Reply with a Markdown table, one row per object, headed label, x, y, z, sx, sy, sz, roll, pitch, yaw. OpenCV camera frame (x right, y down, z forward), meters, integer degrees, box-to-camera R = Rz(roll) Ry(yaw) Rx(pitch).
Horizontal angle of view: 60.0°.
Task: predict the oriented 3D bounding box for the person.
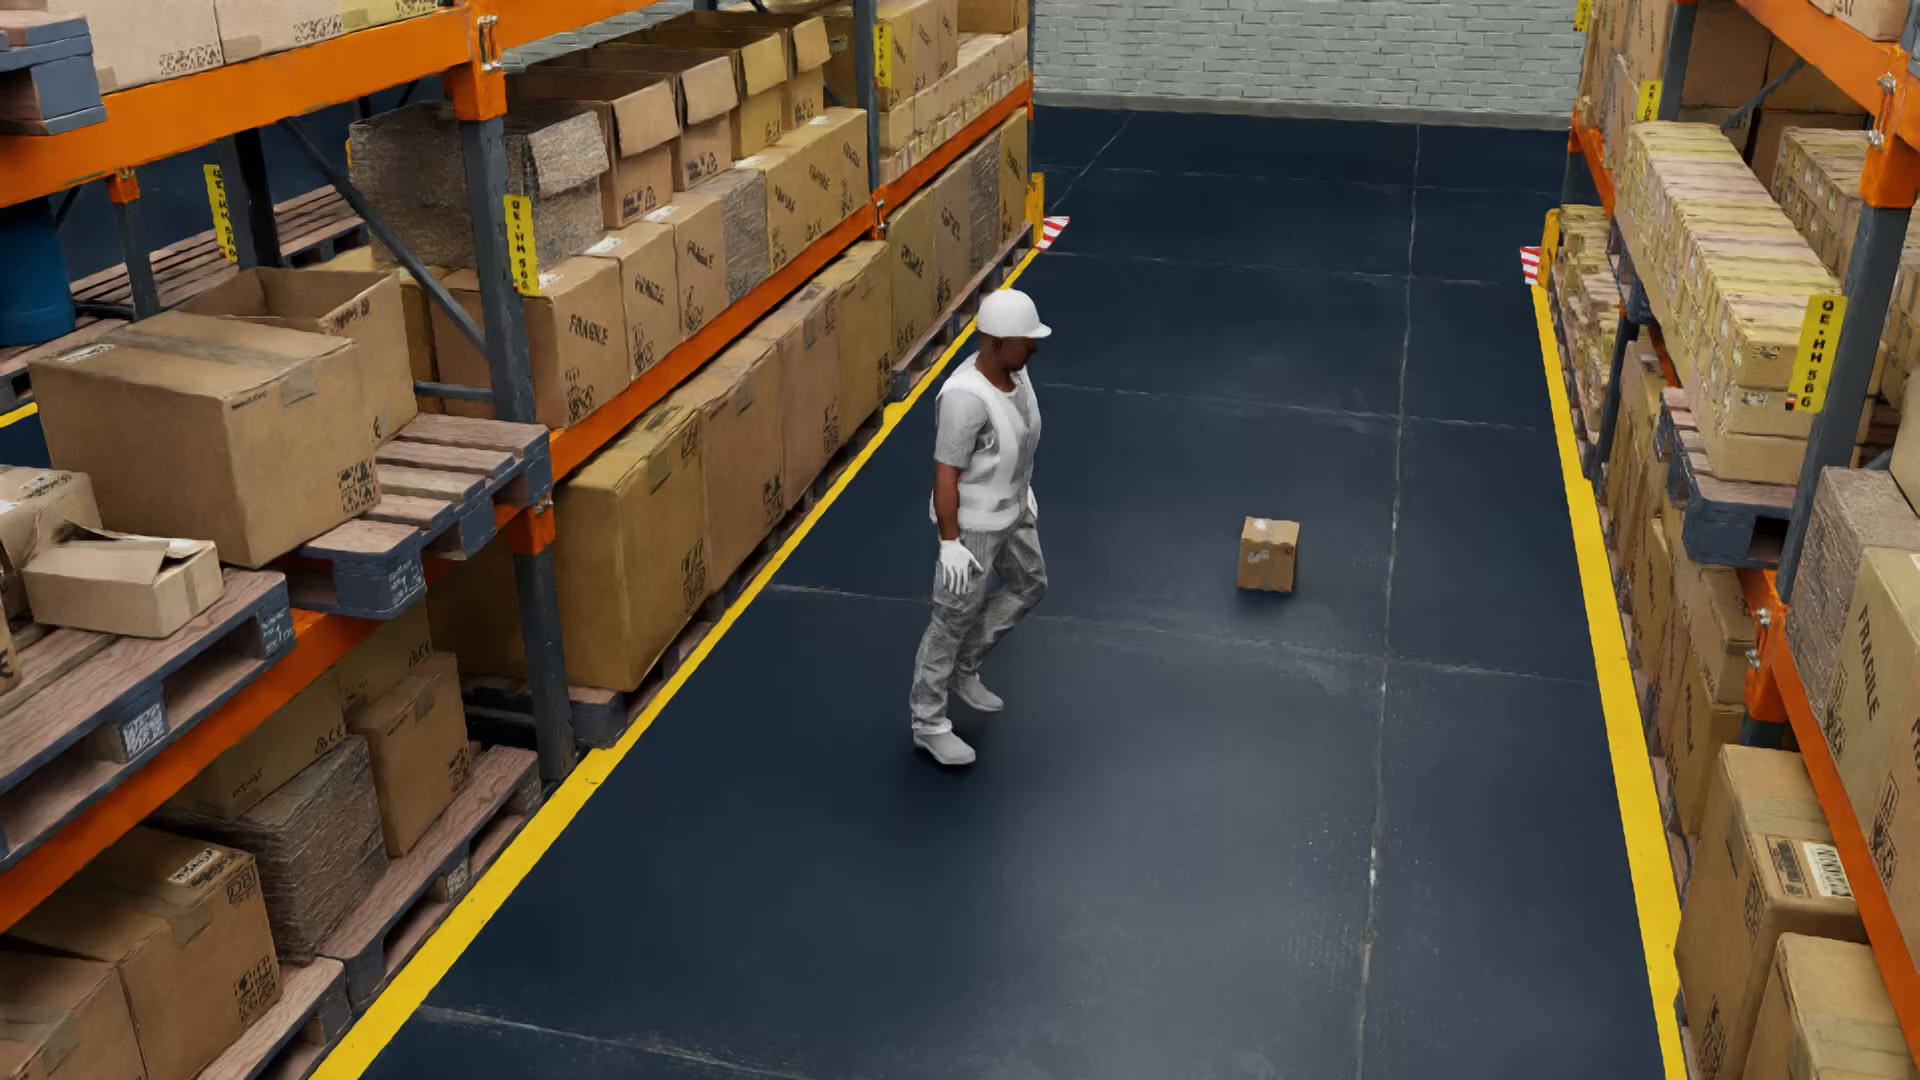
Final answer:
| label | x | y | z | sx | sy | sz | roll | pitch | yaw |
| --- | --- | --- | --- | --- | --- | --- | --- | --- | --- |
| person | 0.099 | -0.080 | 6.205 | 0.445 | 1.760 | 0.726 | 10 | 27 | 20 |
